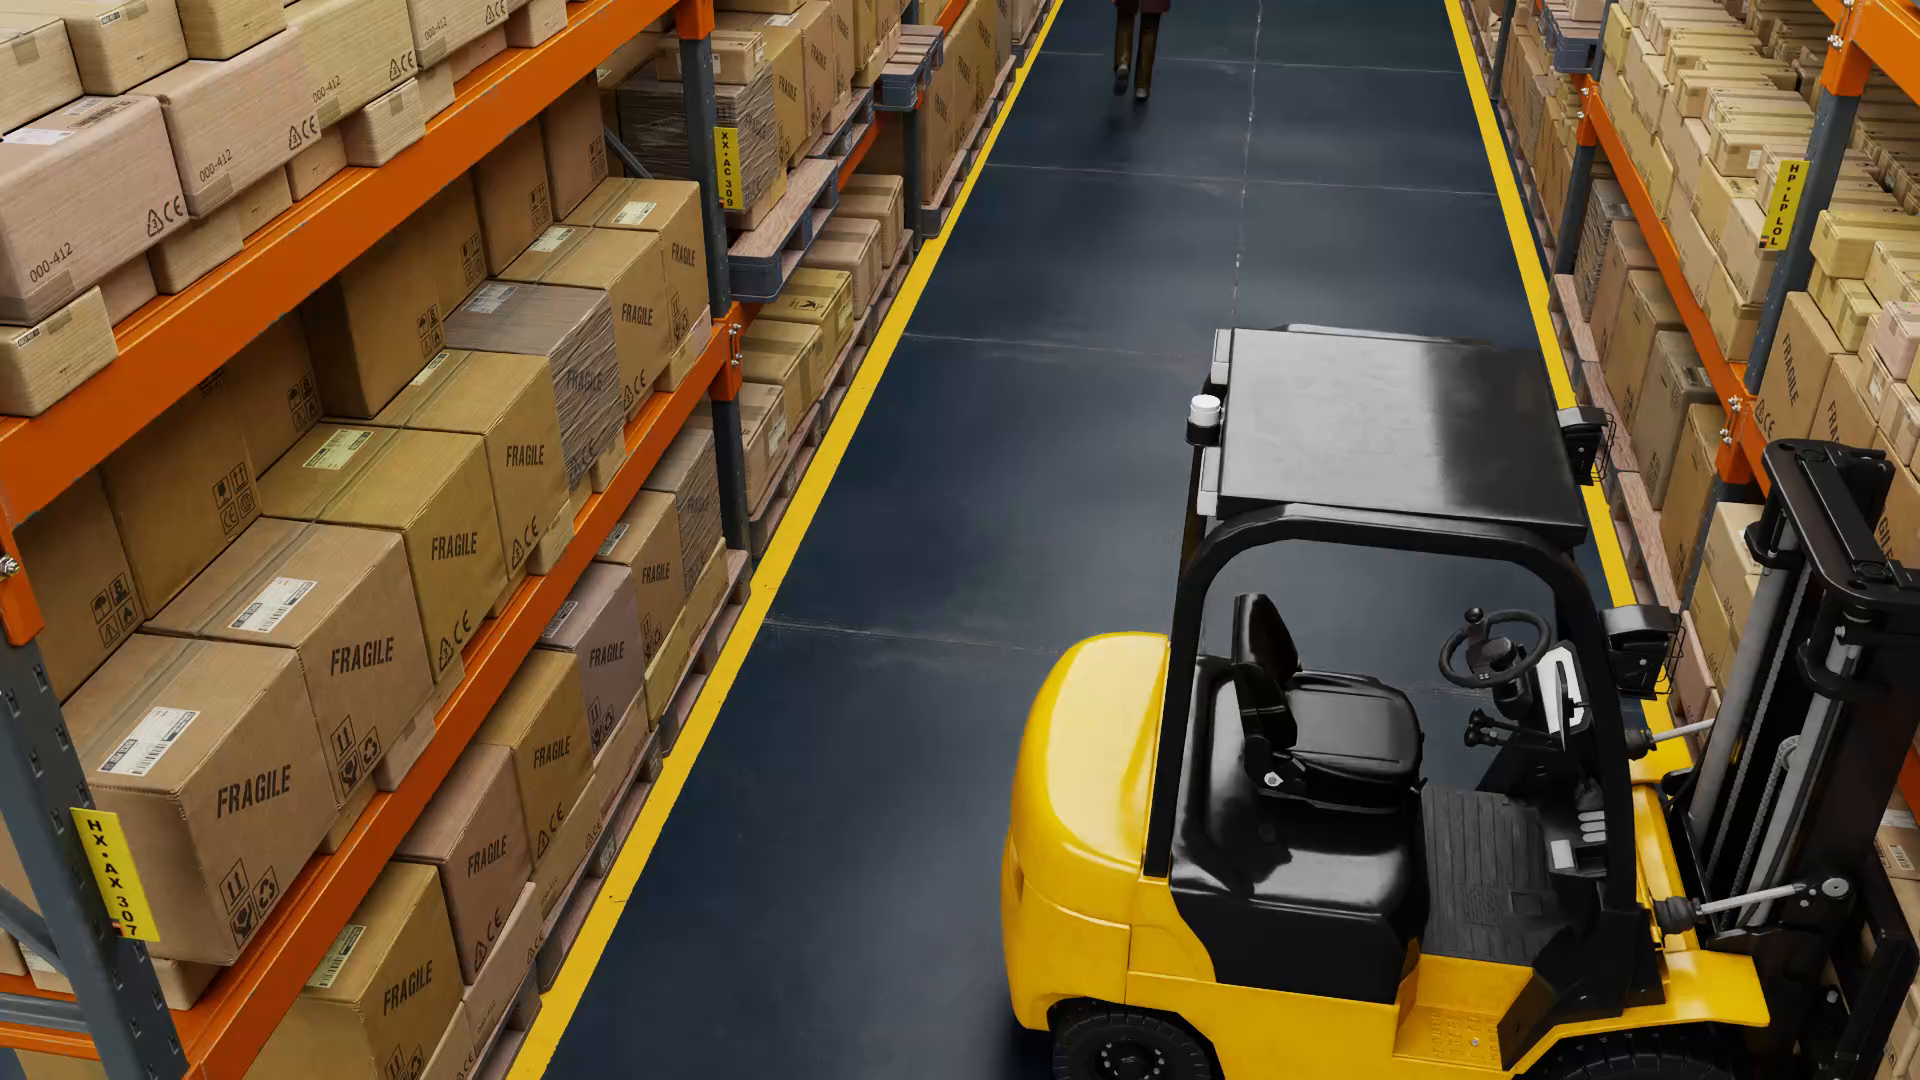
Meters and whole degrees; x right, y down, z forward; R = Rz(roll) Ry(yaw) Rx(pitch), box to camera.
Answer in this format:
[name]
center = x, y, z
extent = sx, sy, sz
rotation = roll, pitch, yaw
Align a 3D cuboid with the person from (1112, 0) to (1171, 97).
[person]
center = 1.452, -4.441, 13.260
extent = 0.580, 1.818, 0.536
rotation = 7, 33, 11
